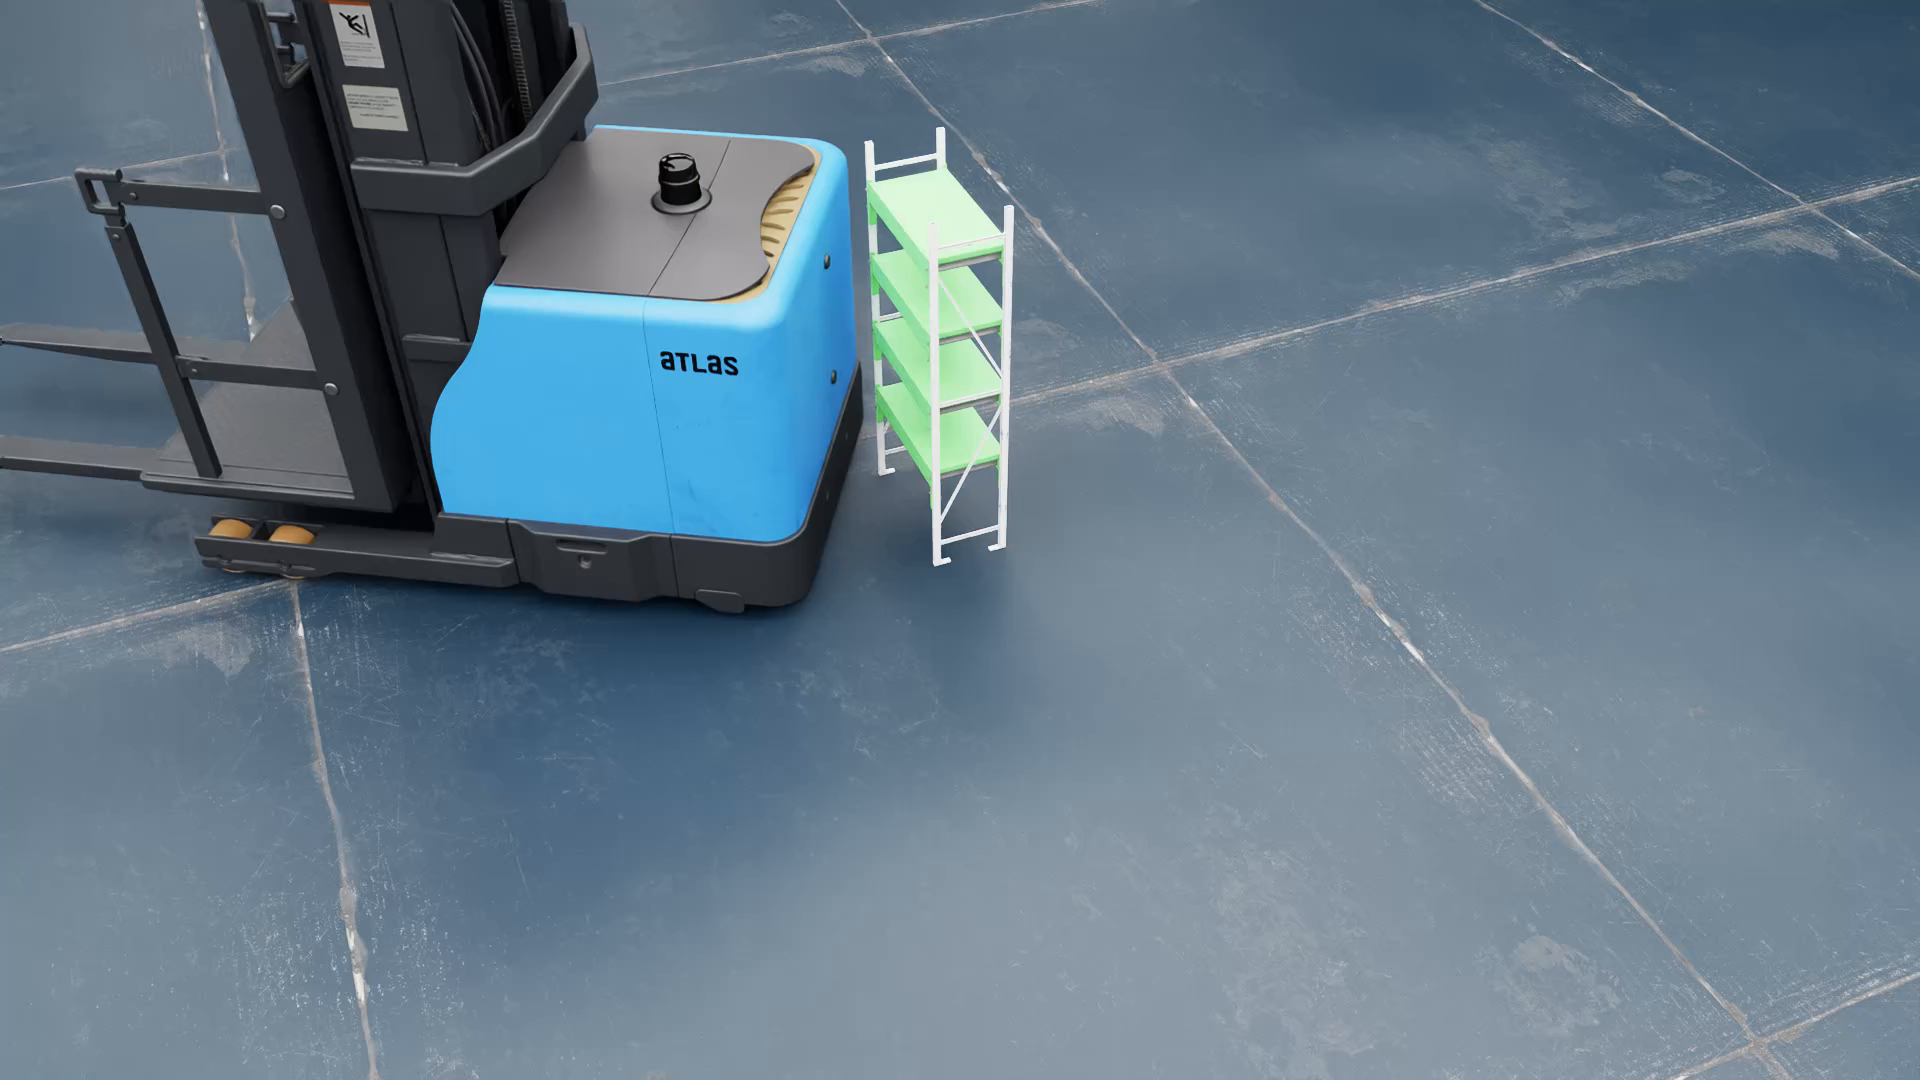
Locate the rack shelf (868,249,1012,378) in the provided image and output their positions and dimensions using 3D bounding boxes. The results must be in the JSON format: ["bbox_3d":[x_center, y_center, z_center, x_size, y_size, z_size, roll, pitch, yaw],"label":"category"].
[{"bbox_3d":[-0.063,-0.688,4.860,0.258,0.148,0.480,-15,43,-17],"label":"rack shelf"}]

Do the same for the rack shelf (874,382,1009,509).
[{"bbox_3d":[-0.063,-0.324,5.173,0.258,0.148,0.480,-15,43,-17],"label":"rack shelf"}]

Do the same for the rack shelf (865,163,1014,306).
[{"bbox_3d":[-0.063,-0.870,4.703,0.258,0.148,0.480,-15,43,-17],"label":"rack shelf"}]

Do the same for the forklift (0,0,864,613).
[{"bbox_3d":[-1.885,-1.327,4.546,3.031,2.935,1.130,5,41,6],"label":"forklift"}]

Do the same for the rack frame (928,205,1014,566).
[{"bbox_3d":[0.030,-0.408,4.804,0.240,1.200,0.015,-15,43,-17],"label":"rack frame"}]

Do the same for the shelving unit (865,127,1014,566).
[{"bbox_3d":[-0.063,-0.555,4.975,0.258,1.200,0.503,-15,43,-17],"label":"shelving unit"}]

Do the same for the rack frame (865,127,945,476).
[{"bbox_3d":[-0.157,-0.702,5.146,0.240,1.200,0.015,-15,43,-17],"label":"rack frame"}]

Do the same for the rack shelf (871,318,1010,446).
[{"bbox_3d":[-0.063,-0.506,5.016,0.258,0.148,0.480,-15,43,-17],"label":"rack shelf"}]
